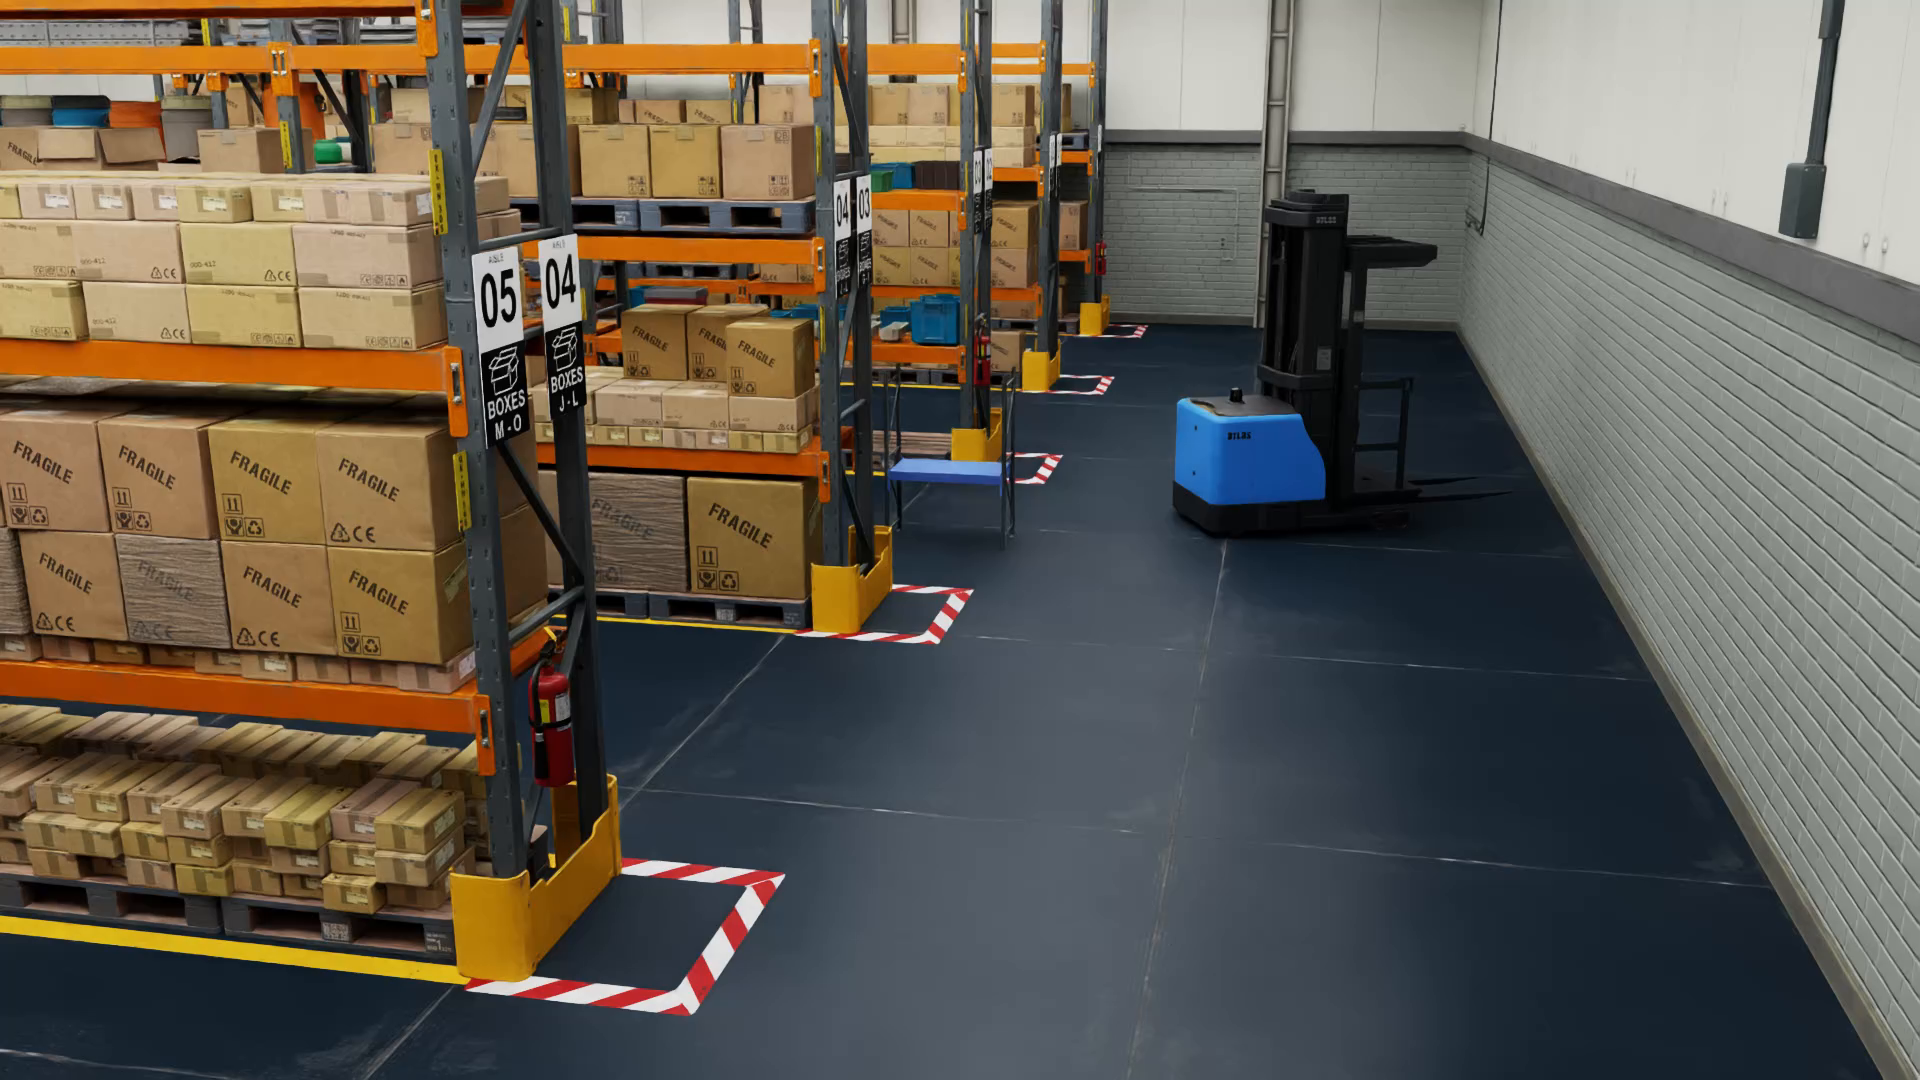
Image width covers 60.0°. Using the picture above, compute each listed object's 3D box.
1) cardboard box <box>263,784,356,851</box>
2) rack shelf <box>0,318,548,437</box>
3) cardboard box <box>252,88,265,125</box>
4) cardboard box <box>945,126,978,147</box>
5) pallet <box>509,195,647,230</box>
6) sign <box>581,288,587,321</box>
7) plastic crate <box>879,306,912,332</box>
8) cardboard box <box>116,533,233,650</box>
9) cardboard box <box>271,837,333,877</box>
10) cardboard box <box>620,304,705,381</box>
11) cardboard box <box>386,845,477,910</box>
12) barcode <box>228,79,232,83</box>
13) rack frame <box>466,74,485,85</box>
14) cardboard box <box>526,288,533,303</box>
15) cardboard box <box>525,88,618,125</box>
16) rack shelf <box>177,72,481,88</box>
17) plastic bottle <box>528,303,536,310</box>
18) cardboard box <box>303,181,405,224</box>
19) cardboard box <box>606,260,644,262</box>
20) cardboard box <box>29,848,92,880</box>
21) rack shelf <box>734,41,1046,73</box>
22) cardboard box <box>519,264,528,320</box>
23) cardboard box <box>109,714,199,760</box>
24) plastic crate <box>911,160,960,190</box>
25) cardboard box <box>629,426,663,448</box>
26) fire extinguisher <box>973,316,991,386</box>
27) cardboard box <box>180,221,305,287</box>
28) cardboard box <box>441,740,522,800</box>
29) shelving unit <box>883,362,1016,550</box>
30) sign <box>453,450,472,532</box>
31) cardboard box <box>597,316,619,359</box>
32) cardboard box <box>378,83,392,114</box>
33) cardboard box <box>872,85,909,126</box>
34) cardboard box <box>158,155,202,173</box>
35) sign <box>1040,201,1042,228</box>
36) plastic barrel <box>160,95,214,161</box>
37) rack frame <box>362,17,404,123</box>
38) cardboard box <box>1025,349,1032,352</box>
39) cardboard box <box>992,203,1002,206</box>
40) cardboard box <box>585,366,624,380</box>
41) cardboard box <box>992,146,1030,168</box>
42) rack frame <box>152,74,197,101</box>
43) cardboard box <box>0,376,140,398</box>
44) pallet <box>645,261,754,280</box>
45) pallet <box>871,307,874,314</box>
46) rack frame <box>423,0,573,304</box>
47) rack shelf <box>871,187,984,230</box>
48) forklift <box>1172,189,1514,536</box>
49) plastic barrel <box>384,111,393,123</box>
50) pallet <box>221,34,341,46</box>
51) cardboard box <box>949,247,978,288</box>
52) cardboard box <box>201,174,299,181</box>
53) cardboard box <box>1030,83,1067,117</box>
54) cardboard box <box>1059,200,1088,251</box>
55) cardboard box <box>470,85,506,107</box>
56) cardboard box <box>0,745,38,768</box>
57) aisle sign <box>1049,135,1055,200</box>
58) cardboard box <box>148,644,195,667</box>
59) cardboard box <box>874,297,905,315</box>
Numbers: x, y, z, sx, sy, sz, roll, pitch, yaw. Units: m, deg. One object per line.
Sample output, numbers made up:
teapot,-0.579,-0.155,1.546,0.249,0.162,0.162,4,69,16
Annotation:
cardboard box,-2.997,1.280,7.690,0.250,0.149,0.380,3,16,10
rack shelf,-3.873,-0.839,7.630,4.000,0.370,1.077,3,16,11
cardboard box,-9.448,-6.025,23.095,0.500,0.500,0.500,5,16,16
cardboard box,0.107,-5.118,21.076,0.500,0.250,0.500,3,16,11
pallet,-2.754,-2.430,12.191,1.213,0.211,1.003,3,16,11
sign,-3.870,-2.424,17.105,0.005,0.325,0.100,3,16,11
plastic crate,-0.661,-2.304,17.392,0.300,0.233,0.416,3,16,11
cardboard box,-3.408,0.165,7.533,0.500,0.500,0.500,3,16,11
cardboard box,-2.997,1.414,7.765,0.250,0.149,0.380,2,16,9
cardboard box,-2.242,-1.507,12.632,0.500,0.500,0.500,3,16,10
cardboard box,-2.471,1.564,7.779,0.250,0.149,0.380,3,16,12
barcode,-12.749,-8.022,29.030,0.075,0.075,0.001,3,16,11
rack frame,-6.688,-6.834,22.305,0.127,3.000,1.000,3,16,11
cardboard box,-7.395,-4.348,28.427,0.500,0.500,0.700,3,16,11
cardboard box,-2.804,-3.142,12.029,0.500,0.250,0.500,3,16,9
rack shelf,-8.648,-6.401,22.839,4.000,0.370,1.077,3,16,11
plastic bottle,-4.699,-2.501,18.273,0.097,0.201,0.097,0,15,0
cardboard box,-2.524,-1.414,6.956,0.250,0.149,0.380,3,16,12
cardboard box,-4.512,-4.058,22.550,0.500,0.500,0.700,-1,16,-3
cardboard box,-4.261,1.487,8.059,0.250,0.149,0.380,3,16,10
rack shelf,-0.808,-6.166,21.250,4.000,0.370,1.077,3,16,11
cardboard box,-2.303,-1.098,7.498,0.500,0.250,0.500,4,16,13
cardboard box,-4.140,1.039,8.560,0.250,0.149,0.380,3,16,9
plastic crate,-0.161,-3.697,16.847,0.590,0.269,0.497,3,16,11
cardboard box,-2.242,-0.792,12.201,0.250,0.149,0.380,3,16,10
fire extinguisher,0.218,-1.878,16.495,0.183,0.674,0.296,3,16,11
cardboard box,-2.917,-1.233,7.049,0.500,0.250,0.500,3,16,10
cardboard box,-2.359,1.134,8.217,0.250,0.149,0.380,2,16,9
shelving unit,-0.084,-0.727,14.308,1.048,1.500,0.538,3,16,11
sign,-2.044,-0.200,6.834,0.005,0.325,0.100,3,16,11
cardboard box,-4.782,-2.770,22.732,0.500,0.500,0.500,3,16,9
cardboard box,-10.047,-7.538,28.367,0.500,0.500,0.500,3,16,12
cardboard box,-0.811,-5.614,21.461,0.500,0.500,0.700,3,16,11
cardboard box,-5.803,-2.826,12.835,0.500,0.311,0.500,3,16,9
sign,1.021,-4.083,20.853,0.005,0.325,0.100,3,16,11
plastic barrel,-8.440,-4.435,18.324,0.600,0.901,0.600,0,15,0
rack frame,-9.624,-8.343,27.752,0.127,3.000,1.000,3,16,11
cardboard box,0.810,-2.467,22.297,0.250,0.149,0.380,3,16,11
cardboard box,0.256,-4.166,21.851,0.500,0.500,0.500,3,16,12
cardboard box,-2.757,-1.173,12.831,0.500,0.250,0.500,3,16,10
cardboard box,0.596,-4.849,21.039,0.500,0.250,0.500,3,16,11
rack frame,-13.544,-8.555,28.521,0.127,3.000,1.000,3,16,11
cardboard box,-4.312,-0.509,8.091,0.500,0.500,0.500,4,16,13
pallet,-3.529,-3.708,22.620,1.213,0.211,1.003,3,16,11
pallet,-1.055,-3.621,27.169,1.213,0.211,1.003,3,16,11
rack frame,-1.914,-2.525,6.750,0.127,3.000,1.000,3,16,11
rack shelf,-1.799,-3.427,16.972,4.000,0.370,1.077,3,16,11
forklift,3.534,-1.635,14.903,3.031,2.935,1.130,-4,16,-13
plastic barrel,-5.911,-4.306,17.756,0.433,0.535,0.433,0,15,0
pallet,-6.978,-5.208,17.539,1.003,0.211,1.213,3,16,11
cardboard box,0.149,-3.545,21.482,0.500,0.500,0.500,3,16,12
cardboard box,-3.195,-1.568,7.512,0.250,0.149,0.380,4,16,13
cardboard box,1.364,-6.766,25.582,0.500,0.500,0.500,3,16,11
cardboard box,1.633,-4.982,26.297,0.700,0.700,0.980,4,16,14
cardboard box,-6.262,-5.893,22.469,0.500,0.500,0.500,3,16,11
cardboard box,-4.761,1.149,8.163,0.250,0.149,0.380,3,16,10
aisle sign,1.157,-4.686,20.920,0.004,0.787,0.394,3,16,11
cardboard box,-3.534,0.452,7.710,0.250,0.149,0.380,2,16,9
cardboard box,-1.072,-3.957,27.054,0.500,0.500,0.700,3,16,12
